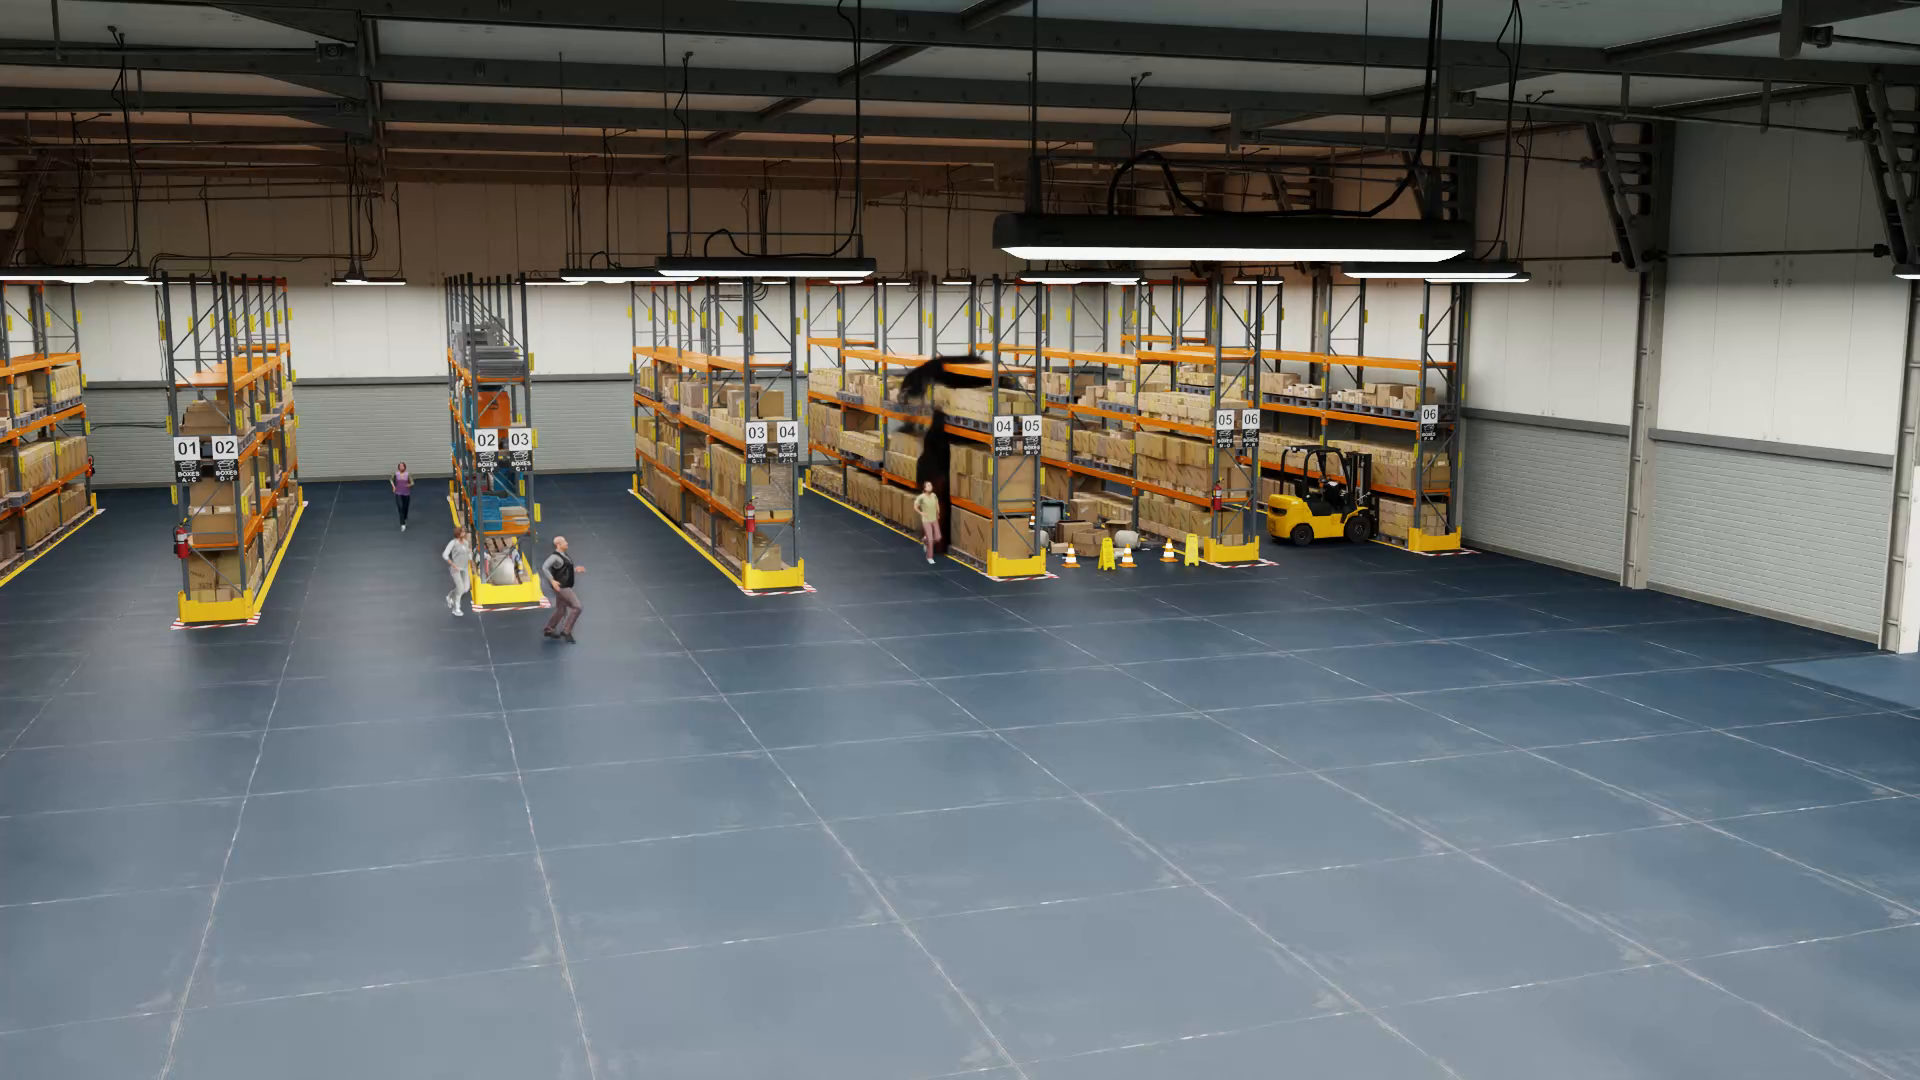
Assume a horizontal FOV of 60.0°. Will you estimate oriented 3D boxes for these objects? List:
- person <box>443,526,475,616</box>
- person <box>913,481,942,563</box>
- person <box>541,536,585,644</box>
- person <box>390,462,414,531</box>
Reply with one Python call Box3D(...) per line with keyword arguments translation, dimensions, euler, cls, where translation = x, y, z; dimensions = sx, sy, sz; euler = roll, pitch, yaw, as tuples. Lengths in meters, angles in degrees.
Box3D(translation=(-8.904, 0.536, 29.491), dimensions=(0.500, 1.559, 0.594), euler=(6, 10, 33), cls="person")
Box3D(translation=(-0.653, -0.374, 33.264), dimensions=(0.615, 1.646, 0.567), euler=(-6, 10, -34), cls="person")
Box3D(translation=(-6.446, 0.817, 27.033), dimensions=(0.726, 1.763, 0.625), euler=(-1, 9, -4), cls="person")
Box3D(translation=(-13.328, -1.071, 39.787), dimensions=(0.539, 1.613, 0.871), euler=(-4, 9, -22), cls="person")
